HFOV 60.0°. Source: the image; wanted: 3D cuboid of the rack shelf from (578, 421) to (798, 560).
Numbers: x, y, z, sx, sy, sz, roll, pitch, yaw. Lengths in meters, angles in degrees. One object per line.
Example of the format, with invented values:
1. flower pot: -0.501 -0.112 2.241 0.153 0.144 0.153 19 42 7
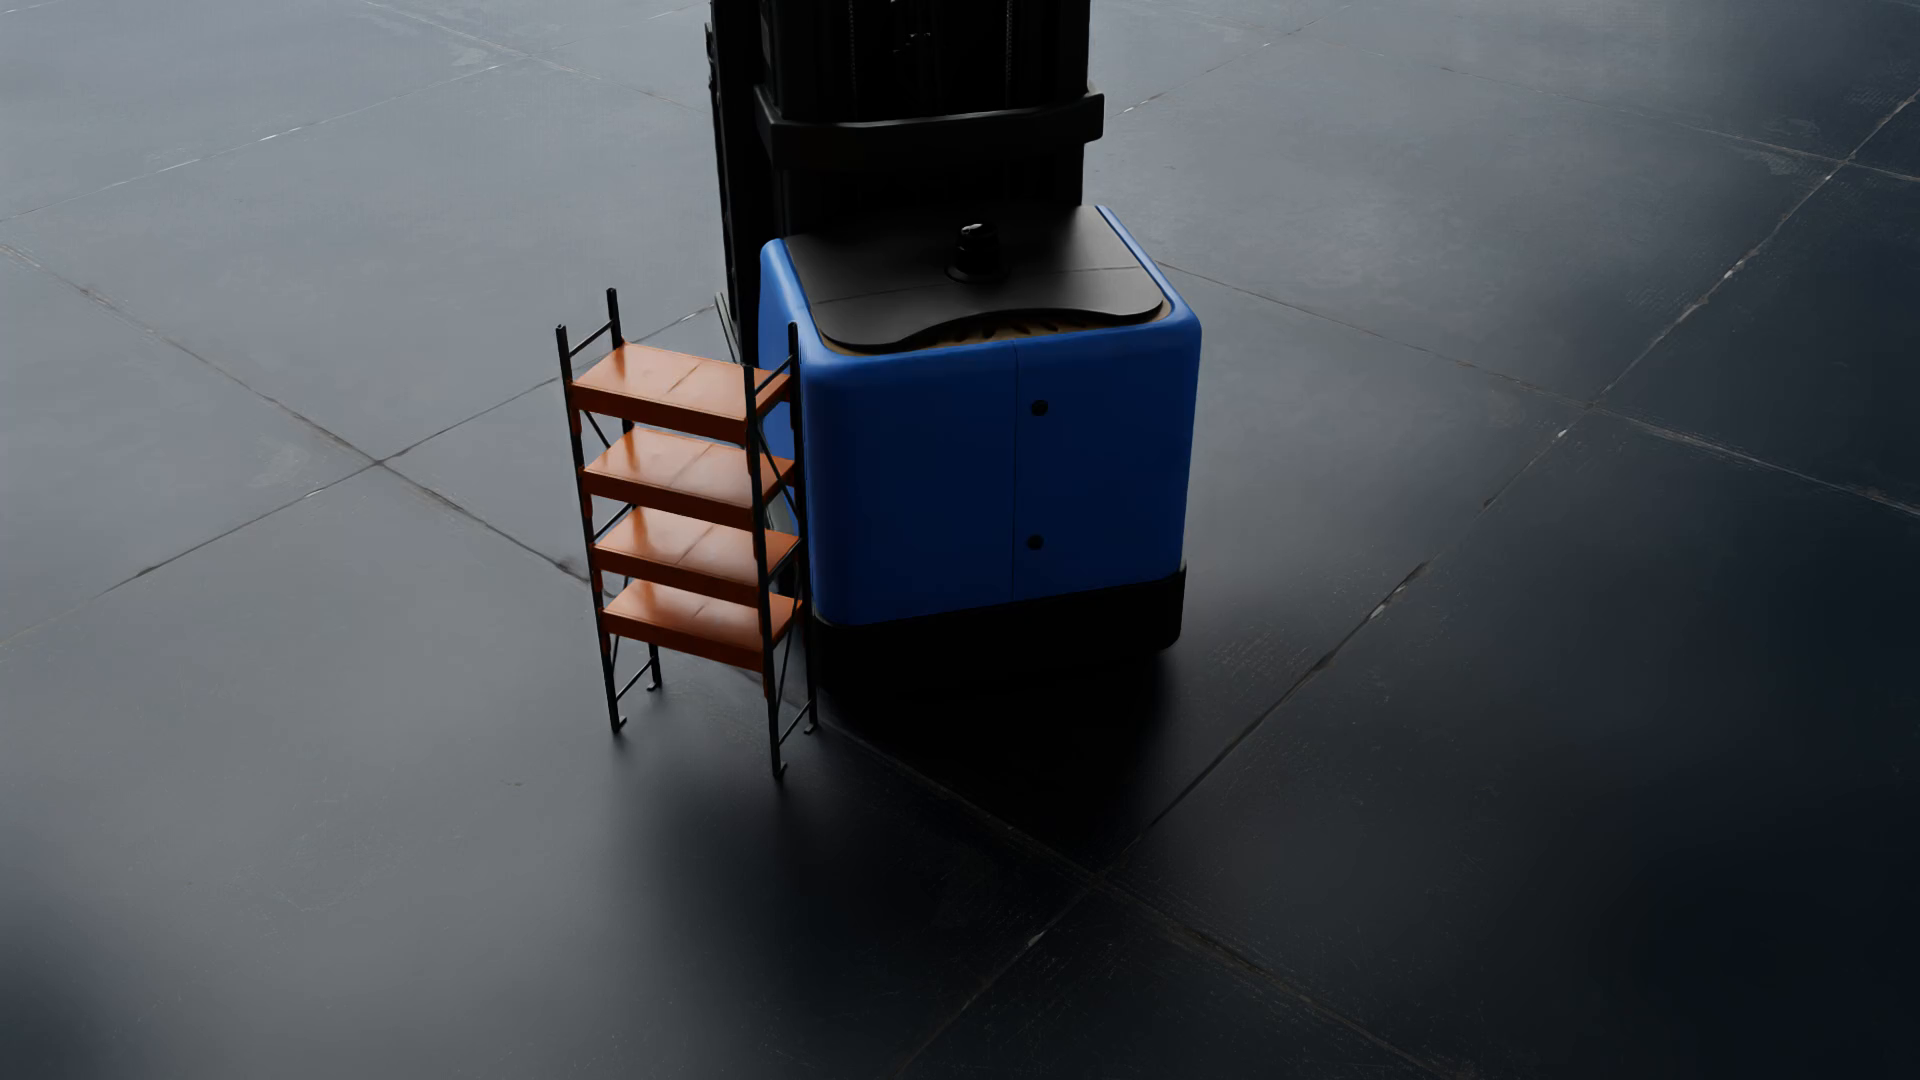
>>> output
1. rack shelf: -0.659 -0.128 4.095 0.480 0.148 0.258 13 35 18

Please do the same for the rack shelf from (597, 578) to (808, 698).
1. rack shelf: -0.663 0.224 4.328 0.480 0.148 0.258 13 35 18

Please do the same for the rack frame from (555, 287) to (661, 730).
1. rack frame: -0.887 -0.049 4.257 0.015 1.200 0.240 13 35 18

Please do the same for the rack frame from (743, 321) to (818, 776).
1. rack frame: -0.434 0.054 4.107 0.015 1.200 0.240 13 35 18

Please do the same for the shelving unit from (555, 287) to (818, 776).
1. shelving unit: -0.661 0.003 4.182 0.503 1.200 0.258 13 35 18

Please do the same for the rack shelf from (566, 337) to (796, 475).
1. rack shelf: -0.658 -0.325 3.965 0.480 0.148 0.258 13 35 18

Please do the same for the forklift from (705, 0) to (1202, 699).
1. forklift: -0.229 -1.608 5.003 1.130 2.935 3.031 -8 35 -12

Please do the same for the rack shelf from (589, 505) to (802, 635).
1. rack shelf: -0.661 0.059 4.219 0.480 0.148 0.258 13 35 18
